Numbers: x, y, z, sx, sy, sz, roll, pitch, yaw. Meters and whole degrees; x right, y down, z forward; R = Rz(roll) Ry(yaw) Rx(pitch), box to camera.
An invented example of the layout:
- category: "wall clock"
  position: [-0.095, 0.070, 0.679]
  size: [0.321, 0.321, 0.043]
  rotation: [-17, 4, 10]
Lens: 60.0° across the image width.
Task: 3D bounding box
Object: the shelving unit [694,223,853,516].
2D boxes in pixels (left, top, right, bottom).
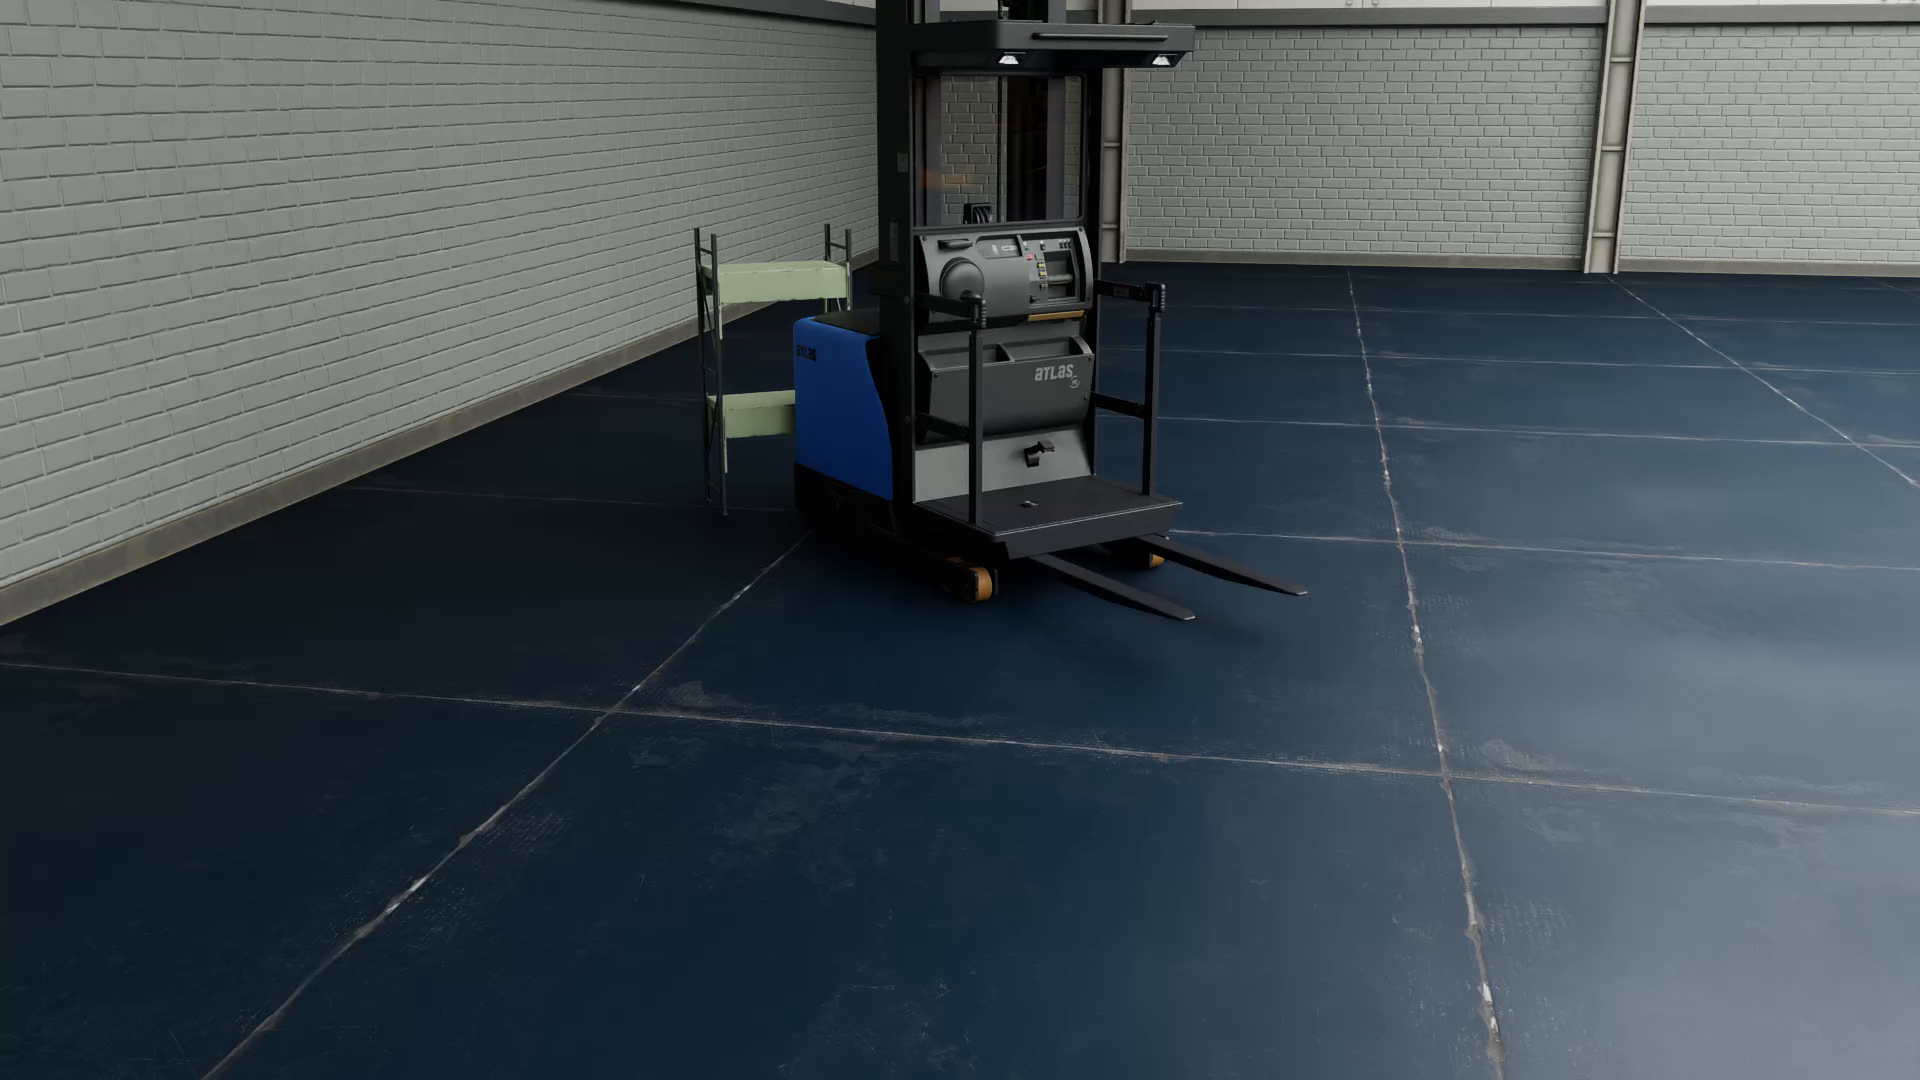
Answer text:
- category: "shelving unit"
  position: [-1.002, -0.938, 9.070]
  size: [0.755, 1.500, 0.431]
  rotation: [-6, 17, -21]

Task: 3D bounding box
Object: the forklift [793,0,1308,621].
- category: "forklift"
  position: [0.339, -1.272, 7.594]
  size: [1.130, 2.935, 3.031]
  rotation: [-10, 18, -32]

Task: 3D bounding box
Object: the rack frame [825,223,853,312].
- category: "rack frame"
  position: [-0.663, -0.975, 9.204]
  size: [0.023, 1.500, 0.400]
  rotation: [-6, 17, -21]

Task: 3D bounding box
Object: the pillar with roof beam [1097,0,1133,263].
- category: "pillar with roof beam"
  position: [1.068, -6.807, 16.208]
  size: [0.400, 9.000, 9.100]
  rotation: [3, 16, 11]

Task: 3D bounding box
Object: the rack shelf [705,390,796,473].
- category: "rack shelf"
  position: [-1.002, -0.624, 9.157]
  size: [0.720, 0.370, 0.431]
  rotation: [-6, 17, -21]

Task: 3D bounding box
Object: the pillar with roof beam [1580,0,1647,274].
- category: "pillar with roof beam"
  position: [6.948, -6.488, 15.055]
  size: [0.400, 9.000, 9.100]
  rotation: [3, 16, 11]

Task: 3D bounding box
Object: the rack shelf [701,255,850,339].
- category: "rack shelf"
  position: [-1.002, -1.315, 8.966]
  size: [0.720, 0.370, 0.431]
  rotation: [-6, 17, -21]

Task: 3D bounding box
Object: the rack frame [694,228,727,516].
- category: "rack frame"
  position: [-1.340, -0.901, 8.937]
  size: [0.023, 1.500, 0.400]
  rotation: [-6, 17, -21]
